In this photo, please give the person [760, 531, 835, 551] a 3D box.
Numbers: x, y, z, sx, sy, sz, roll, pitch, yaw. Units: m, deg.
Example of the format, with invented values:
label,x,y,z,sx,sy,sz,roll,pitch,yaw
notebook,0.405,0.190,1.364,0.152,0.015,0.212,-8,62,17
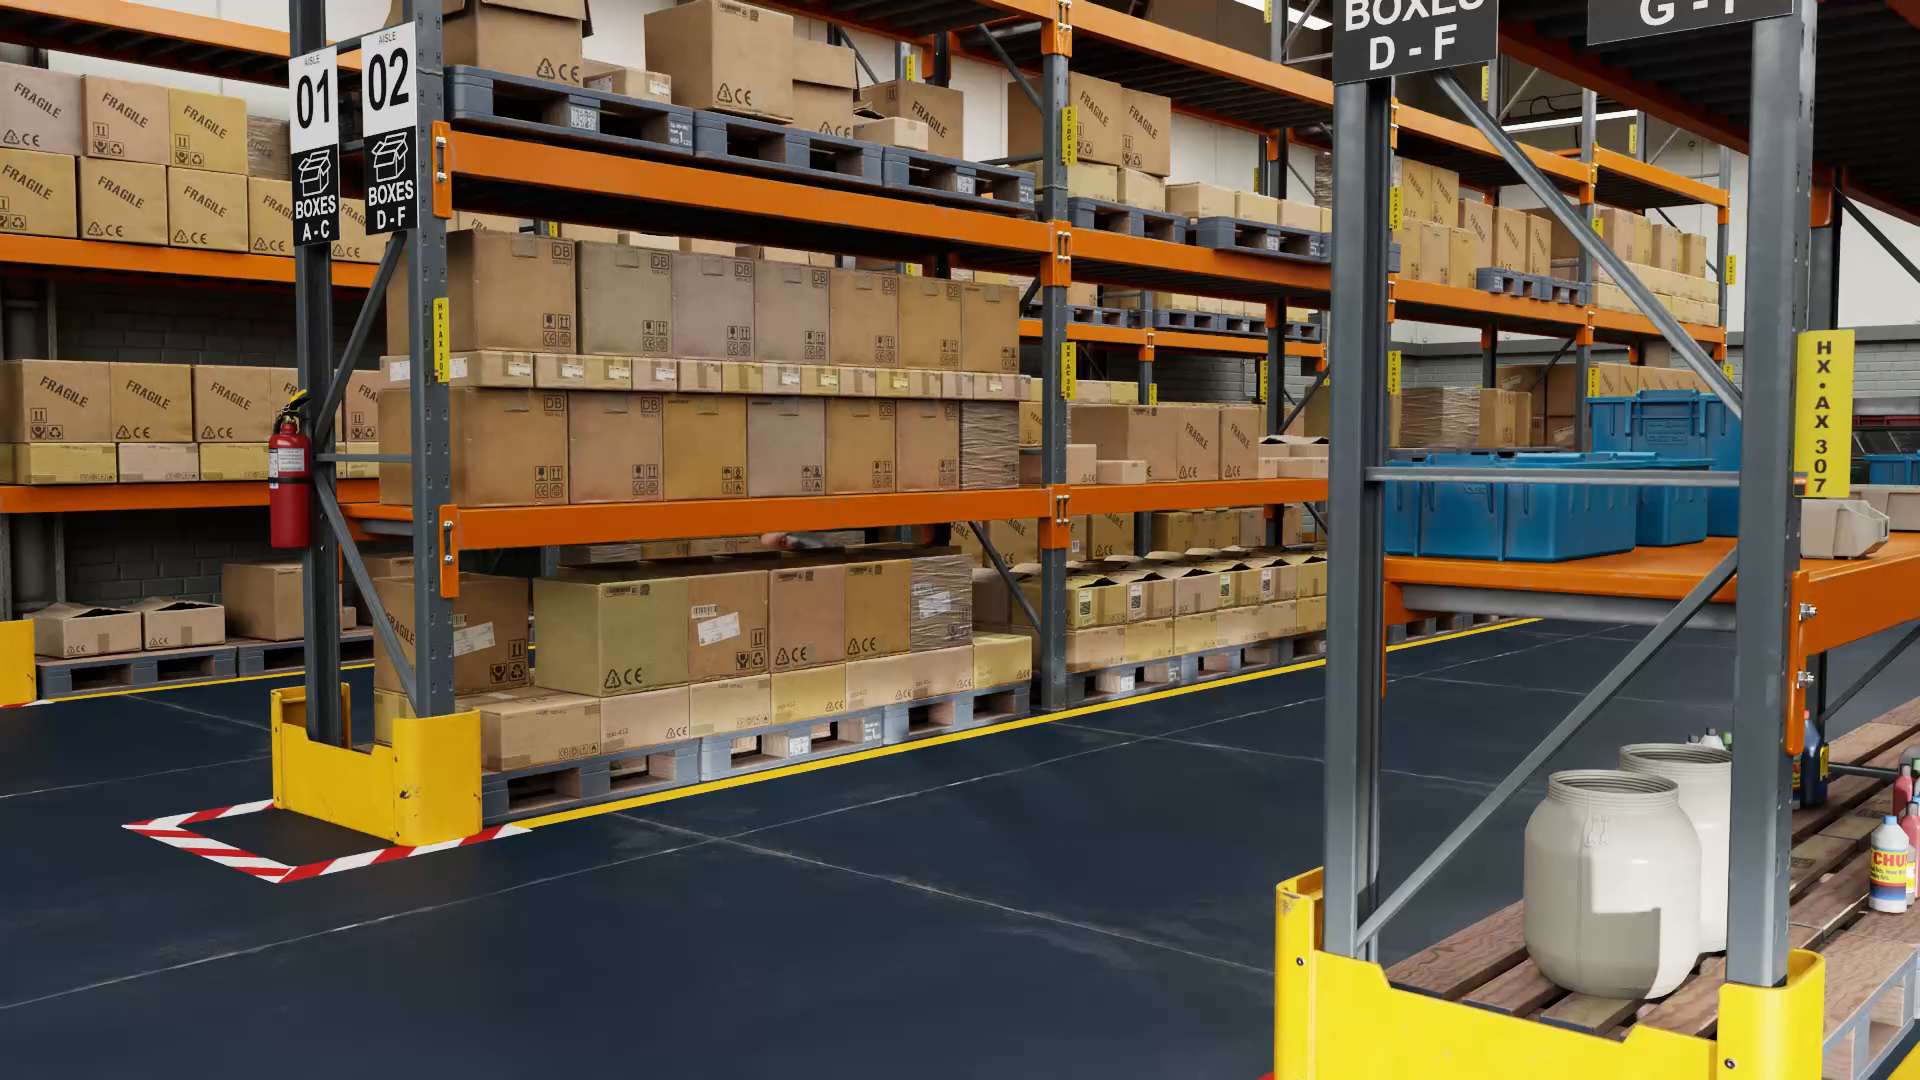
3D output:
label,x,y,z,sx,sy,sz,roll,pitch,yaw
person,-1.131,0.377,12.082,0.513,0.958,0.887,3,5,39
